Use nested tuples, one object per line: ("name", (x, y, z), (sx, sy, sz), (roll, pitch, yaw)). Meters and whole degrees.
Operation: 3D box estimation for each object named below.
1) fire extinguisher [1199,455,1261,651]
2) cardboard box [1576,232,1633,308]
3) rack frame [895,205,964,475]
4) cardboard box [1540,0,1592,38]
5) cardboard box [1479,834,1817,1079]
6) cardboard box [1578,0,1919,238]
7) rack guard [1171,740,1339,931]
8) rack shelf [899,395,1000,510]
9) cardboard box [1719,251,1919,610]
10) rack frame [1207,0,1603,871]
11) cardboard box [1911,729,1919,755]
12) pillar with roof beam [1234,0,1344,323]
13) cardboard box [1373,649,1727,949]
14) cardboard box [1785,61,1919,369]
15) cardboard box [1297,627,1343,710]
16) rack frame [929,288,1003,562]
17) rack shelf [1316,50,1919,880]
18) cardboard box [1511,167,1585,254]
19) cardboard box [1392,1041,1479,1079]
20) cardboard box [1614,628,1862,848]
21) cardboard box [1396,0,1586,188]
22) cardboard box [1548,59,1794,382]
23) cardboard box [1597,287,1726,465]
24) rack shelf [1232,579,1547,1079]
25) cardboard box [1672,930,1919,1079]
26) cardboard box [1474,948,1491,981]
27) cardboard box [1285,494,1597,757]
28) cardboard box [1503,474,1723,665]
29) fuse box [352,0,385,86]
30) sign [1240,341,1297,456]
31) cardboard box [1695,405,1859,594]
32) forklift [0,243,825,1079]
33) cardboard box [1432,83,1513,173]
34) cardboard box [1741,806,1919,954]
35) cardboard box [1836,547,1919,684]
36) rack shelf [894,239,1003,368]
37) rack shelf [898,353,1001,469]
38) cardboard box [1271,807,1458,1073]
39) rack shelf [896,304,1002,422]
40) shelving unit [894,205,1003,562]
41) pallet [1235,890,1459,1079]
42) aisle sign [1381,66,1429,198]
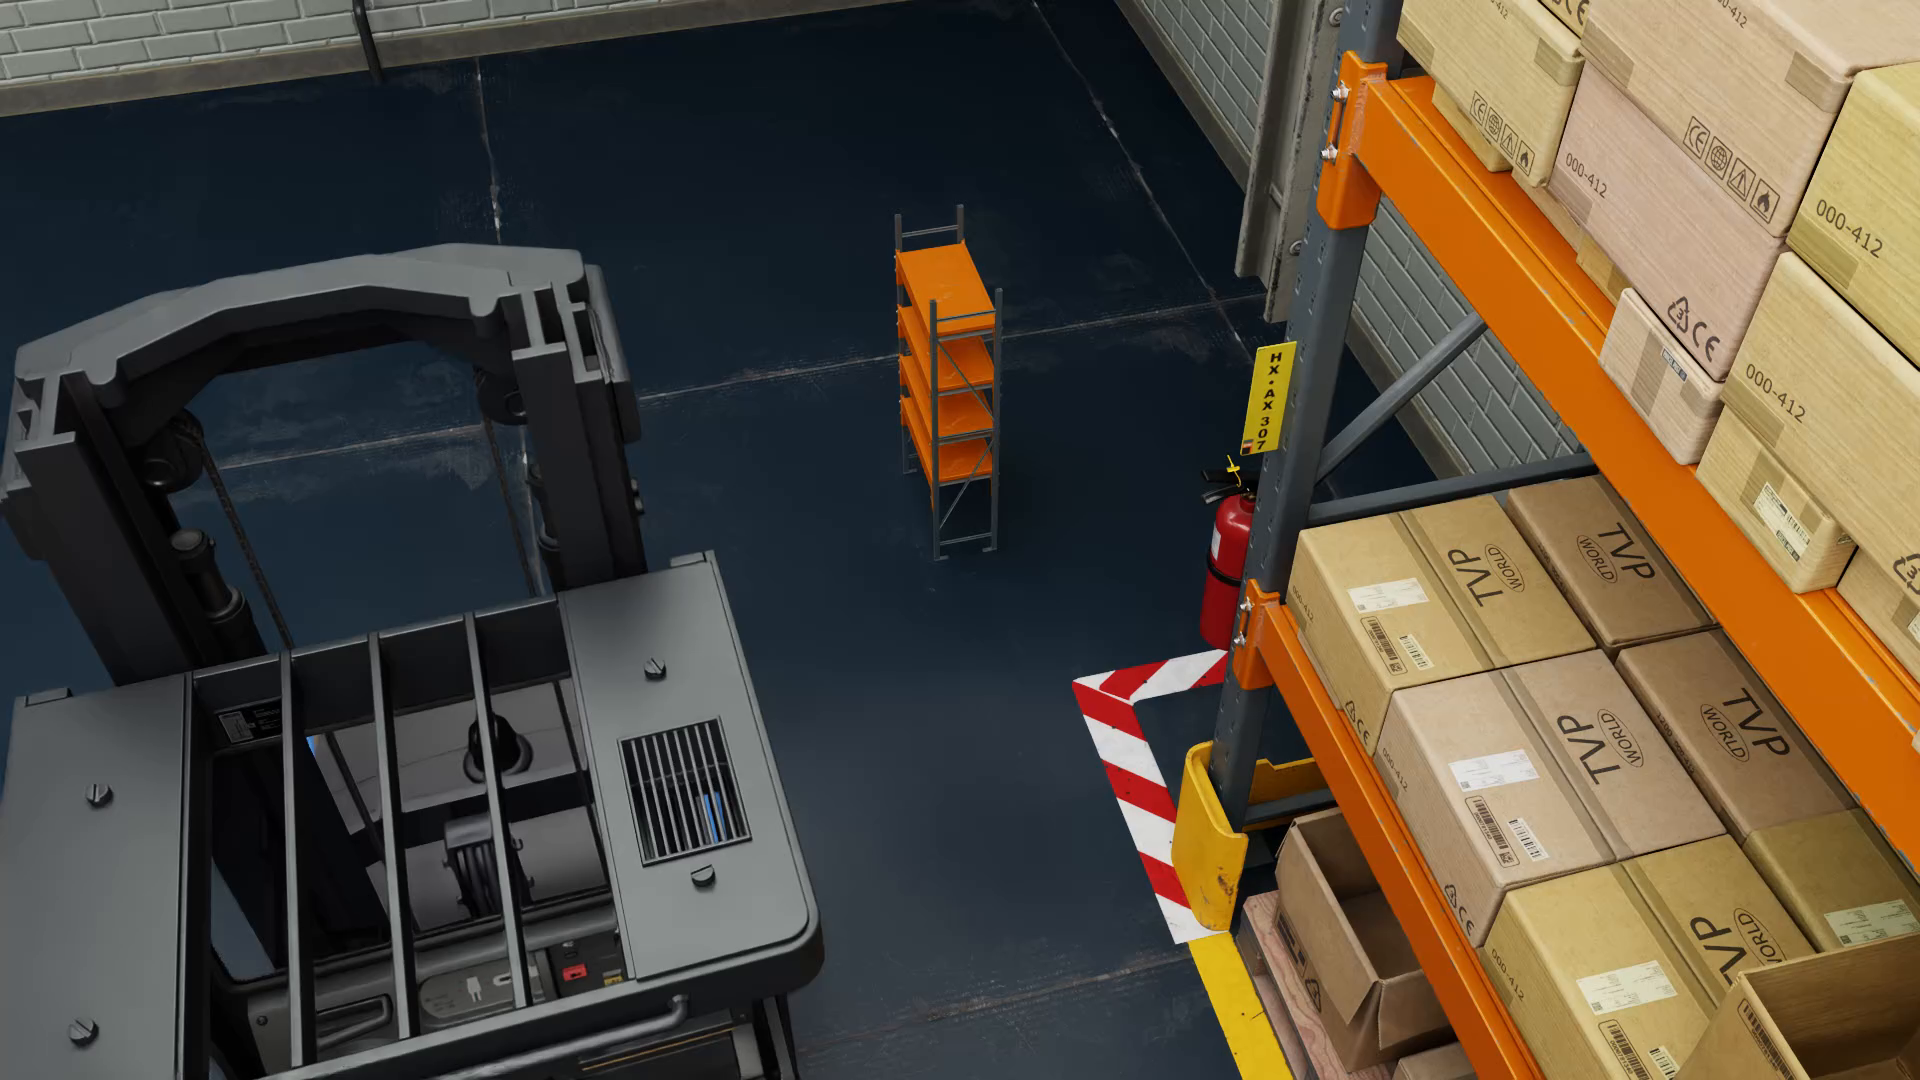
("fire extinguisher", (0.758, 0.019, 4.447), (0.296, 0.674, 0.183), (-11, 47, -10))
("cardboard box", (1.241, -0.465, 2.681), (0.380, 0.149, 0.250), (-11, 47, -10))
("rack frame", (-0.105, -0.703, 6.099), (0.240, 1.200, 0.015), (-11, 47, -10))
("cardboard box", (1.113, -1.046, 2.621), (0.500, 0.250, 0.500), (-11, 47, -11))
("cardboard box", (1.361, 0.886, 3.178), (0.500, 0.250, 0.500), (-12, 47, -11))
("cardboard box", (1.225, -0.691, 2.274), (0.500, 0.250, 0.500), (-11, 47, -11))
("rack guard", (1.262, 0.806, 5.111), (1.175, 0.500, 0.348), (-11, 47, -10))
("rack shelf", (-0.042, -0.348, 6.123), (0.258, 0.148, 0.480), (-11, 47, -10))
("cardboard box", (1.361, -0.164, 2.107), (0.500, 0.250, 0.500), (-12, 47, -12))
("rack frame", (1.243, -0.122, 4.269), (1.000, 3.000, 0.127), (-11, 47, -10))
("cardboard box", (1.398, 0.255, 1.976), (0.380, 0.149, 0.250), (-11, 47, -10))
("pillar with roof beam", (-2.738, -3.461, 3.341), (9.100, 9.000, 0.400), (-11, 47, -10))
("cardboard box", (1.228, 0.537, 3.520), (0.500, 0.250, 0.500), (-10, 46, -10))
("cardboard box", (1.367, -0.347, 1.936), (0.500, 0.250, 0.500), (-11, 47, -11))
("cardboard box", (1.061, 0.243, 4.087), (0.380, 0.149, 0.250), (-11, 47, -11))
("rack frame", (0.020, -0.366, 5.768), (0.240, 1.200, 0.015), (-11, 47, -10))
("rack shelf", (1.755, 0.461, 2.102), (1.077, 0.370, 4.000), (-11, 47, -10))
("cardboard box", (1.192, -0.645, 2.858), (0.380, 0.149, 0.250), (-10, 46, -10))
("cardboard box", (1.379, 1.469, 4.412), (0.380, 0.149, 0.250), (-12, 47, -12))
("cardboard box", (1.748, 0.452, 3.604), (0.500, 0.250, 0.500), (-11, 47, -10))
("cardboard box", (1.092, -0.867, 2.796), (0.500, 0.250, 0.500), (-11, 47, -11))
("cardboard box", (1.242, -0.520, 2.456), (0.500, 0.250, 0.500), (-10, 46, -10))
("cardboard box", (1.205, -0.274, 2.494), (0.380, 0.149, 0.250), (-10, 46, -9))
("rack shelf", (1.755, 1.511, 3.173), (1.077, 0.370, 4.000), (-11, 47, -10))
("cardboard box", (1.483, 0.962, 2.579), (0.500, 0.500, 0.500), (-10, 46, -9))
("cardboard box", (1.278, 0.771, 3.570), (0.380, 0.149, 0.250), (-9, 46, -9))
("cardboard box", (1.098, 0.189, 3.861), (0.500, 0.250, 0.500), (-10, 47, -10))
("cardboard box", (1.617, 0.096, 3.953), (0.500, 0.250, 0.500), (-9, 46, -9))
("fuse box", (-2.953, -2.933, 7.926), (0.539, 1.711, 0.414), (-11, 47, -10))
("sign", (0.718, -0.326, 3.863), (0.100, 0.325, 0.005), (-11, 47, -10))
("cardboard box", (1.279, -0.094, 2.318), (0.380, 0.149, 0.250), (-11, 47, -10))
("forklift", (-0.832, 1.055, 3.164), (1.130, 2.935, 3.031), (-12, 47, -12))
("cardboard box", (1.099, -0.821, 3.030), (0.380, 0.149, 0.250), (-10, 46, -9))
("cardboard box", (1.870, 0.795, 3.268), (0.500, 0.250, 0.500), (-9, 46, -9))
("cardboard box", (1.402, 0.065, 2.162), (0.380, 0.149, 0.250), (-11, 47, -11))
("rack shelf", (-0.042, -0.809, 5.653), (0.258, 0.148, 0.480), (-11, 47, -10))
("rack shelf", (-0.042, -0.487, 5.982), (0.258, 0.148, 0.480), (-11, 47, -10))
("cardboard box", (1.308, 1.045, 4.580), (0.797, 0.503, 0.637), (-12, 47, -12))
("rack shelf", (-0.042, -0.644, 5.822), (0.258, 0.148, 0.480), (-11, 47, -10))
("shelving unit", (-0.042, -0.534, 5.933), (0.258, 1.200, 0.503), (-11, 47, -10))
("pallet", (1.467, 1.457, 4.675), (1.003, 0.211, 1.213), (-11, 47, -10))
("aisle sign", (0.941, -1.025, 3.334), (0.394, 0.787, 0.004), (-11, 47, -10))
